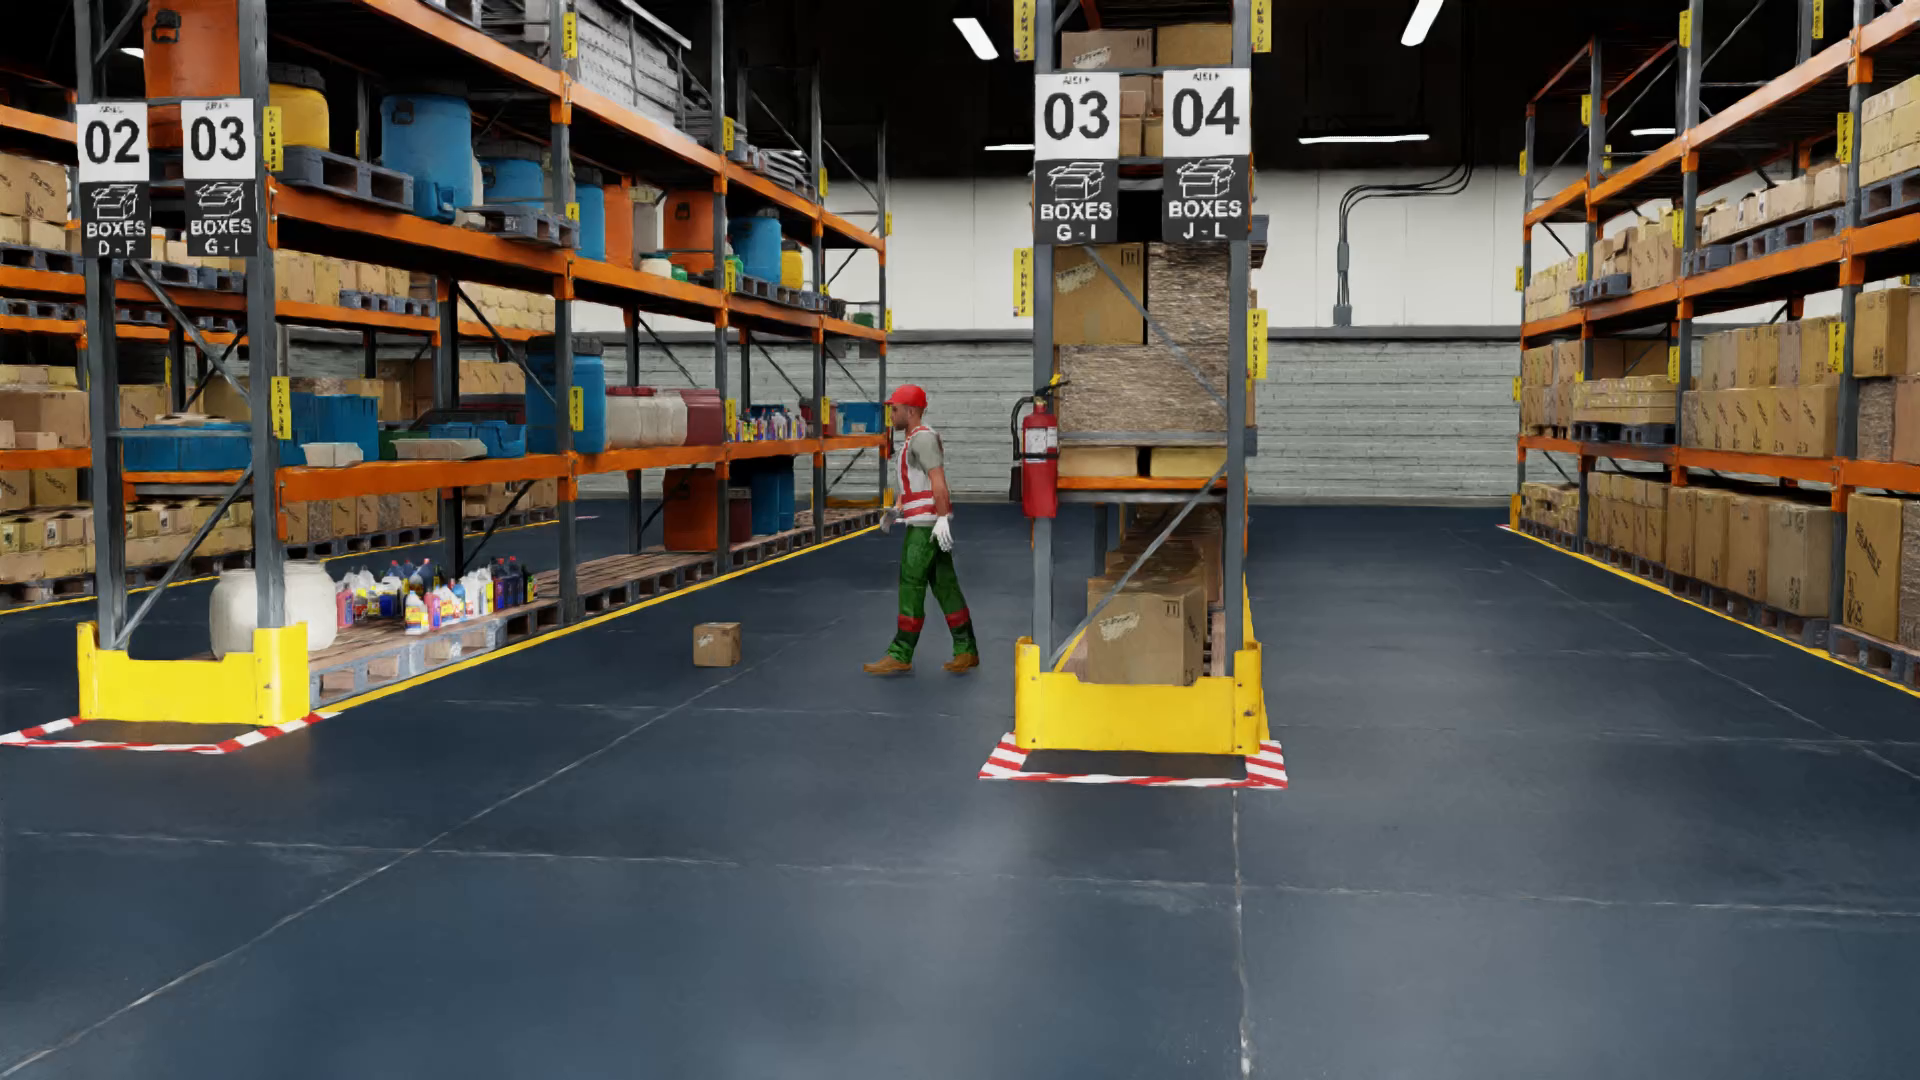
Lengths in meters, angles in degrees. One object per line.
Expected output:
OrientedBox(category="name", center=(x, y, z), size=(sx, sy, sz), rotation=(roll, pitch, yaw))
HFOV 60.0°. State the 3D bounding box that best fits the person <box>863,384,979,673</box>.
OrientedBox(category="person", center=(-0.241, -0.074, 10.285), size=(0.721, 1.772, 0.603), rotation=(0, 4, 0))
